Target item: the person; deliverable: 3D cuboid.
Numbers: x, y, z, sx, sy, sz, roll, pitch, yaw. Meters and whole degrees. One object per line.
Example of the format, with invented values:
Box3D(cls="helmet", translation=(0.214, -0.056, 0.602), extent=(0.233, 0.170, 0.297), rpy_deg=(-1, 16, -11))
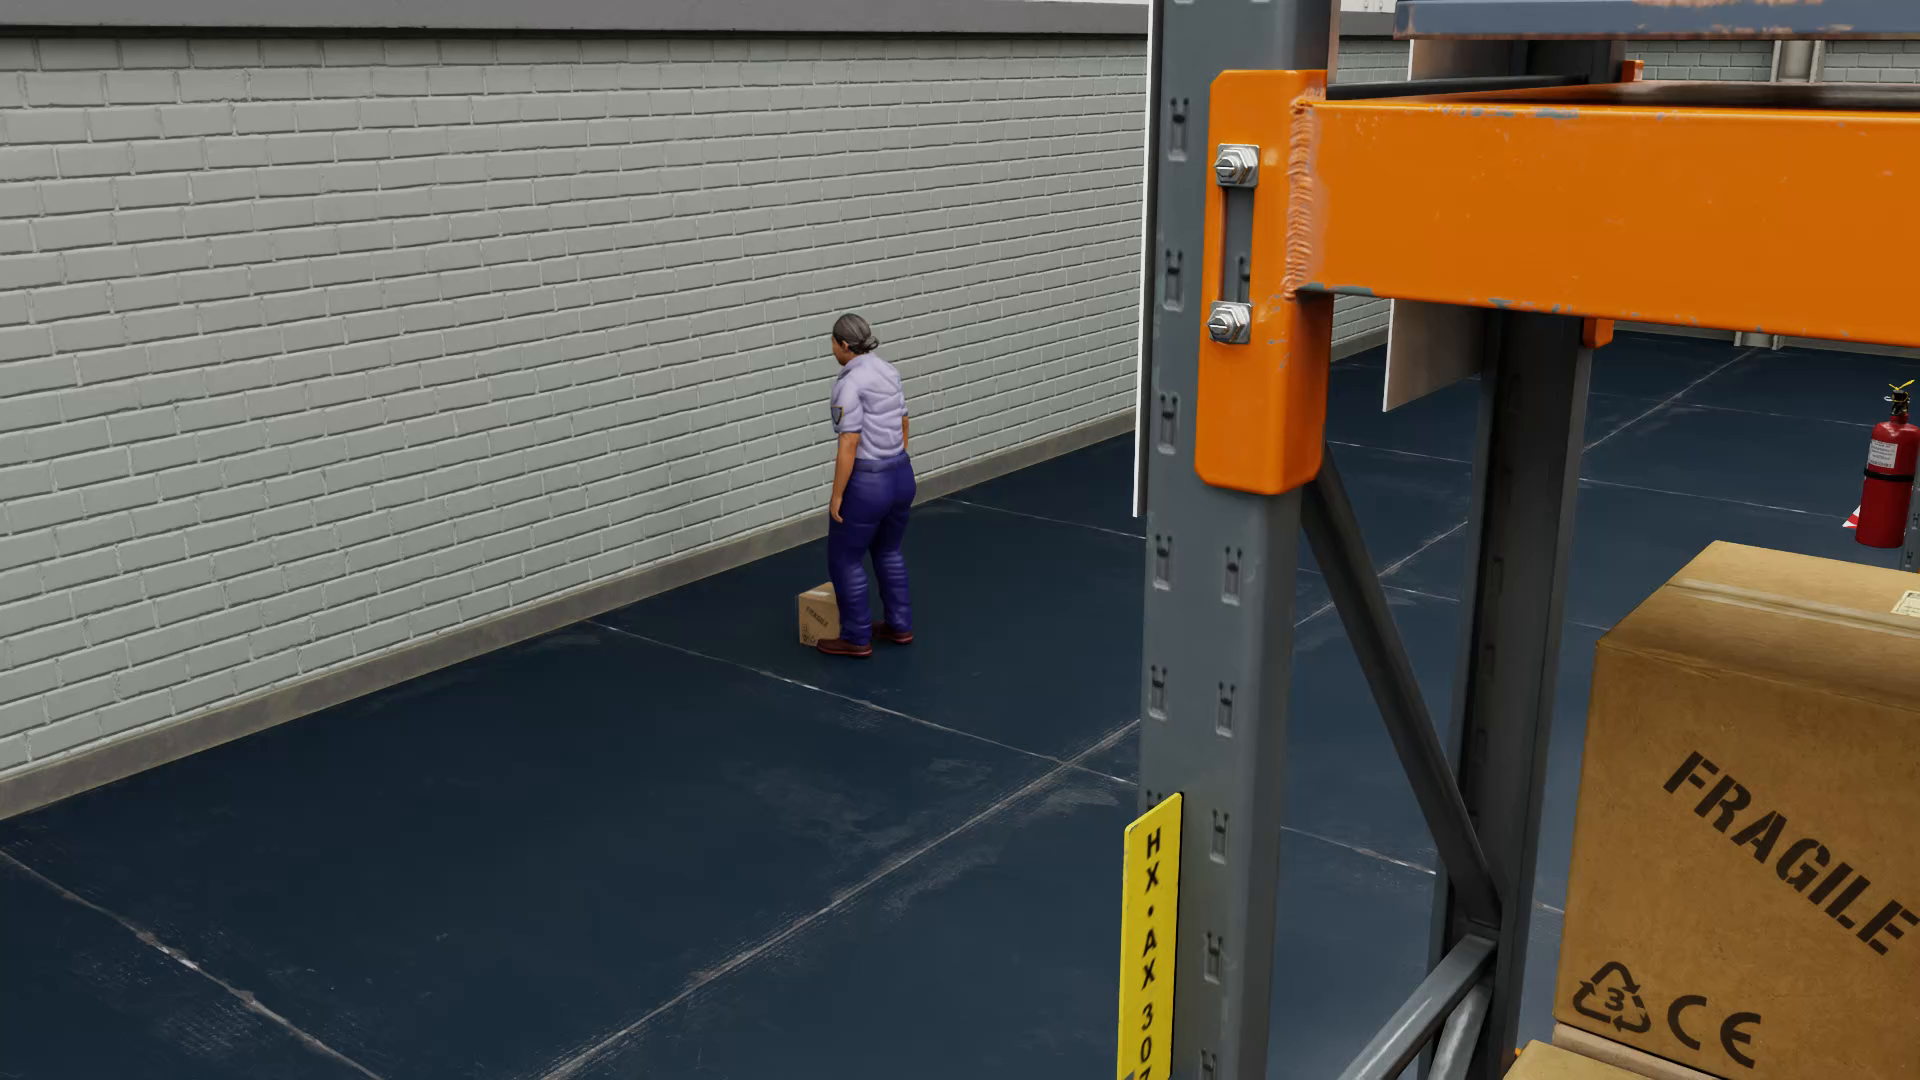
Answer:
Box3D(cls="person", translation=(-0.451, -0.258, 7.917), extent=(0.425, 1.650, 0.553), rpy_deg=(11, 20, 32))
